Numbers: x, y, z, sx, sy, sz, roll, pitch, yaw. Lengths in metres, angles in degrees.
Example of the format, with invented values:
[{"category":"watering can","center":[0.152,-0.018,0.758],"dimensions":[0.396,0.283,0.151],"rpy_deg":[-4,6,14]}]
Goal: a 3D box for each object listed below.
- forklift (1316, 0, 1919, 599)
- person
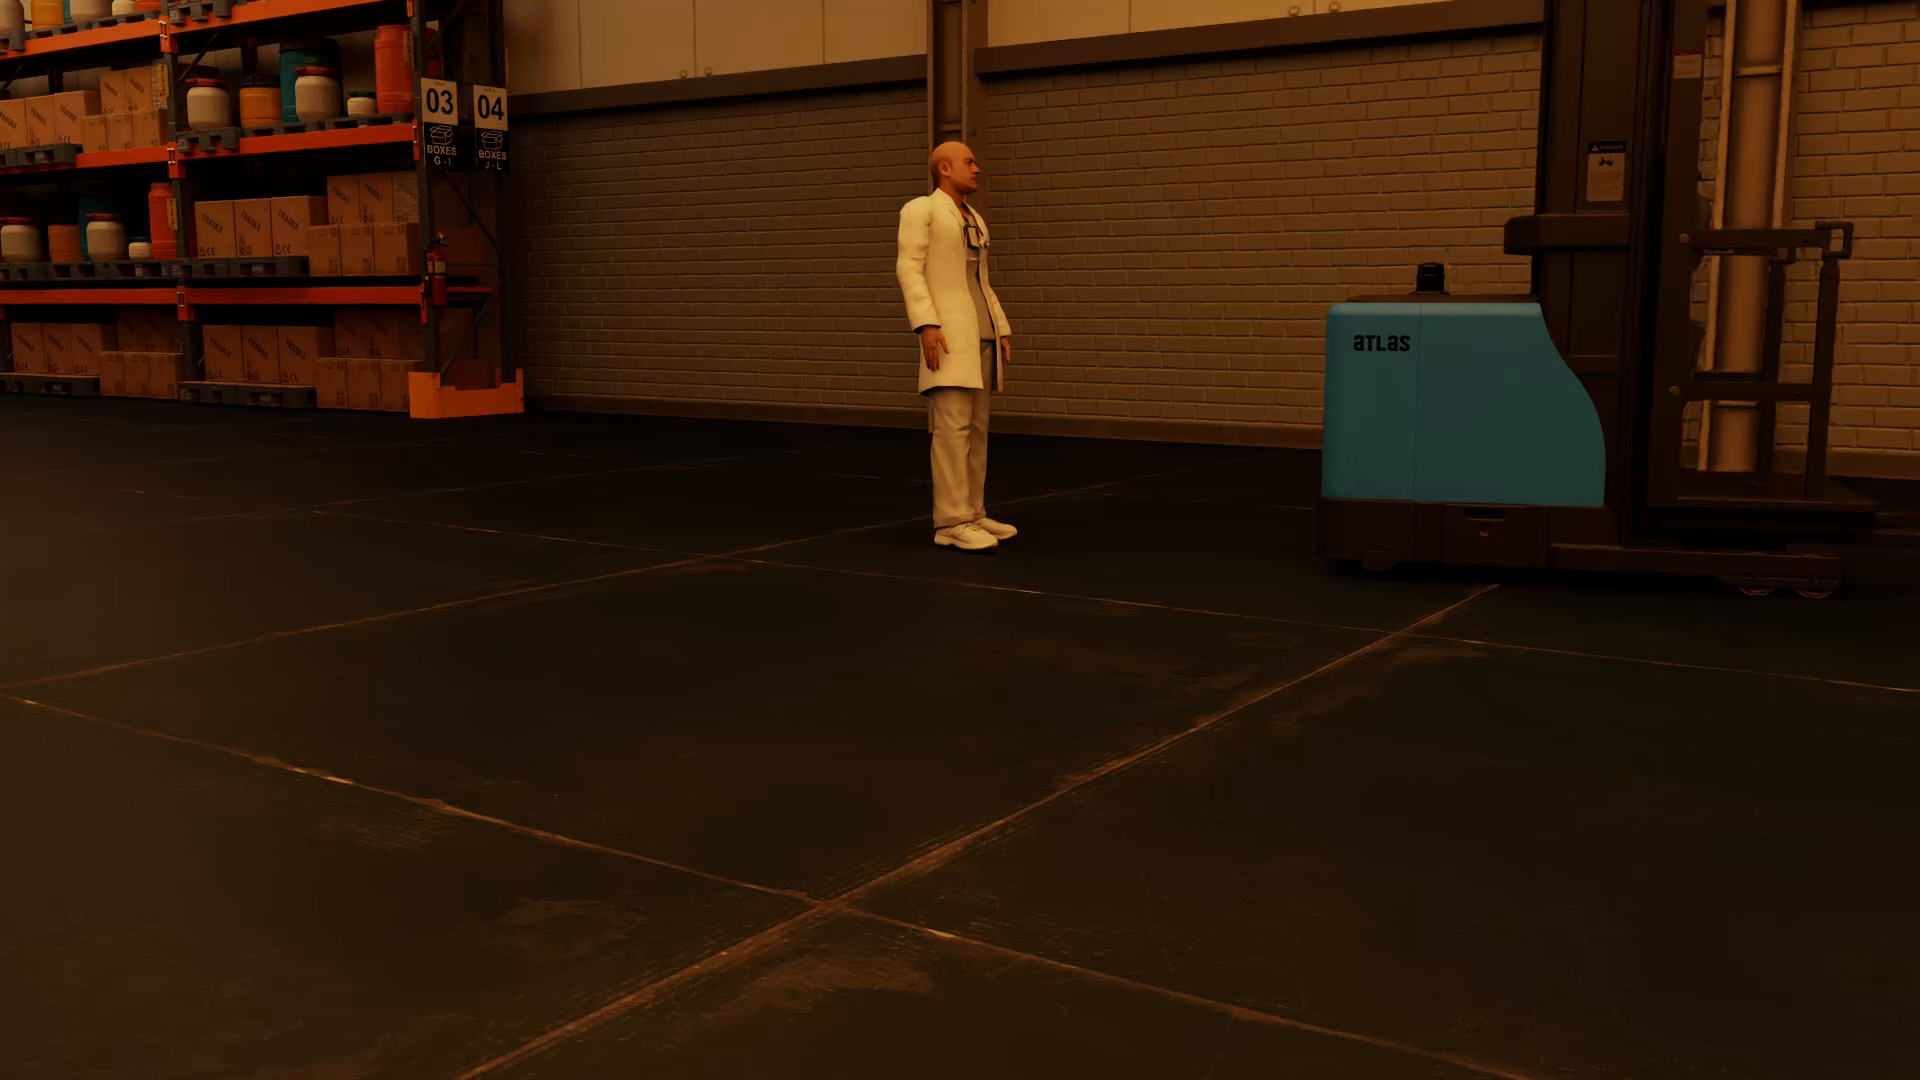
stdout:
[{"category":"forklift","center":[3.001,-1.319,6.465],"dimensions":[3.031,2.935,1.130],"rpy_deg":[2,8,16]},{"category":"person","center":[0.074,-0.880,7.424],"dimensions":[0.578,1.778,0.698],"rpy_deg":[5,10,34]}]
